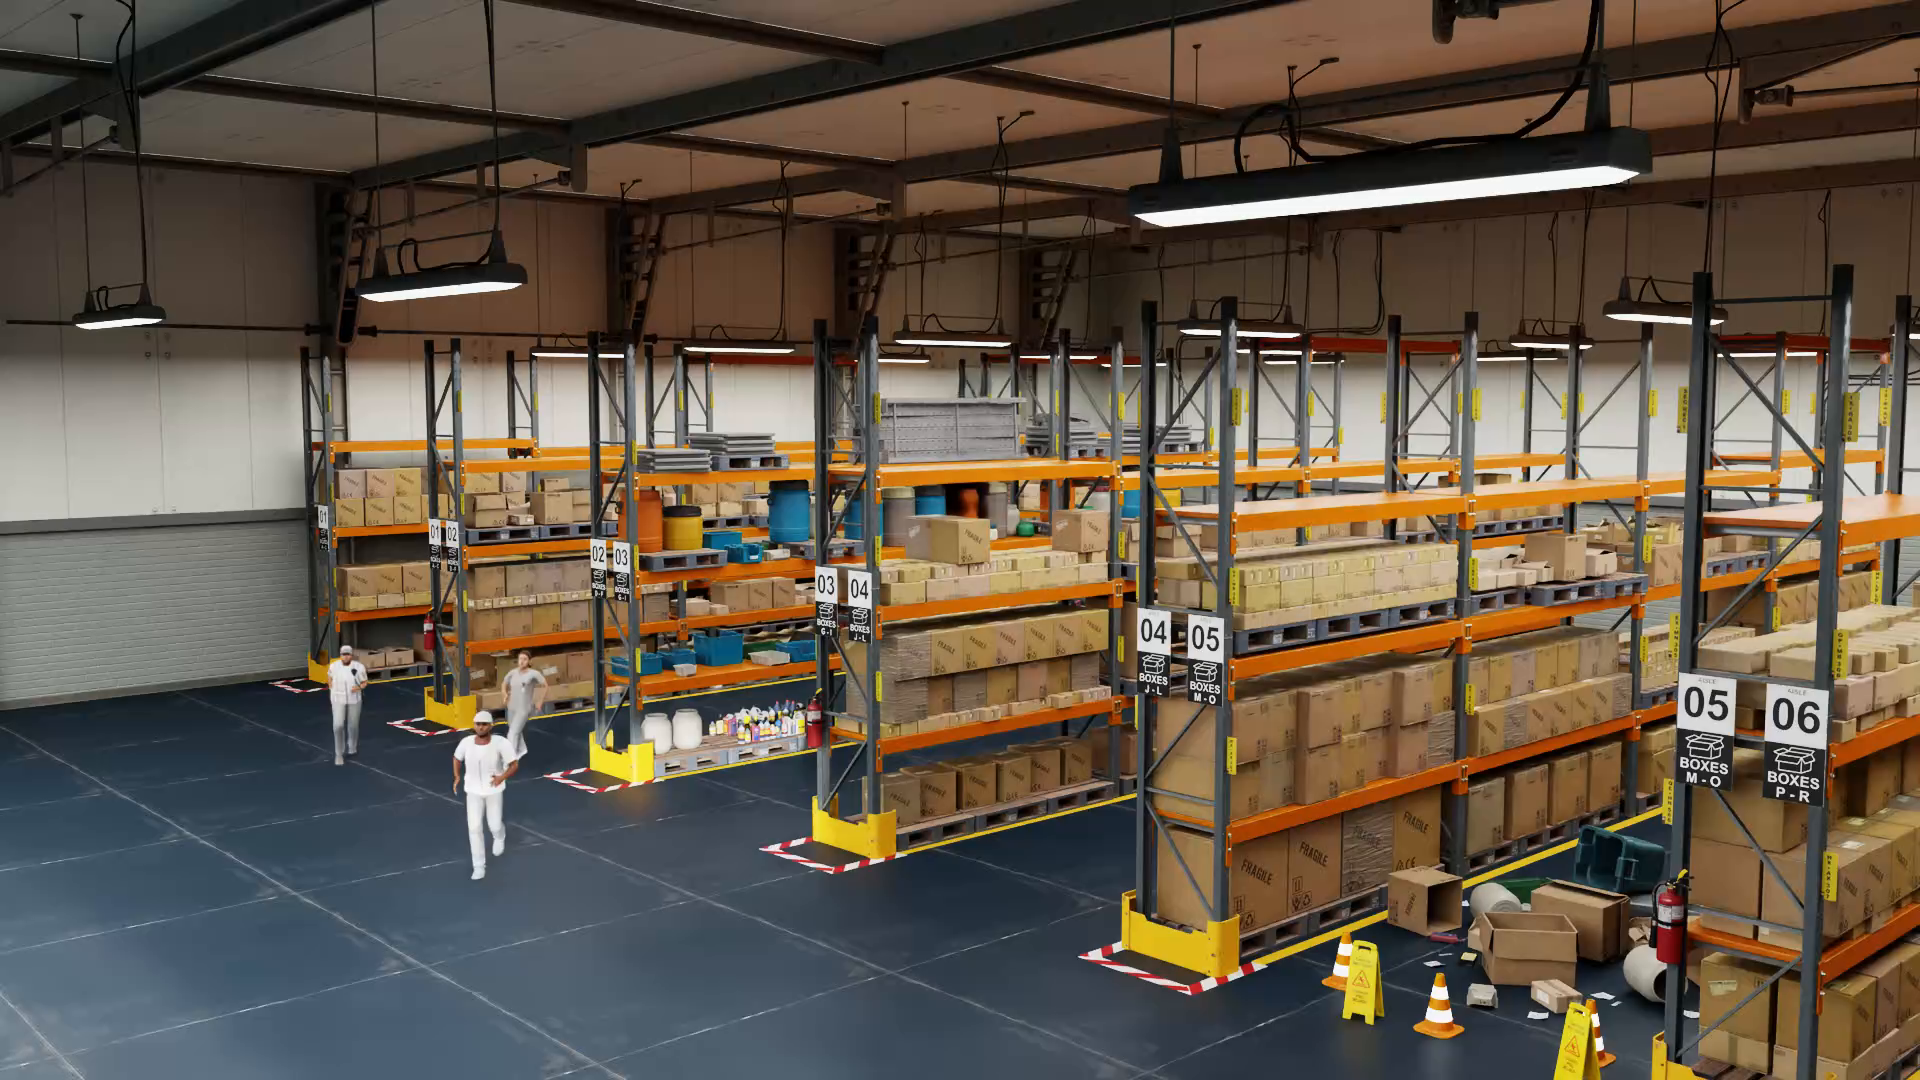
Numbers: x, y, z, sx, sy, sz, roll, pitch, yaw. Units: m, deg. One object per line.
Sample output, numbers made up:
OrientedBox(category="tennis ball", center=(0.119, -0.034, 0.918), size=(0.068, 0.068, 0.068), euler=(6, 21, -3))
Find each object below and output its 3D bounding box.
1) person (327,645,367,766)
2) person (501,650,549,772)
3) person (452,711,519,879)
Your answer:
OrientedBox(category="person", center=(-8.613, 2.308, 23.407), size=(0.523, 1.709, 0.839), euler=(-2, 5, -22))
OrientedBox(category="person", center=(-6.013, 2.331, 22.747), size=(0.643, 1.666, 0.912), euler=(2, 5, 17))
OrientedBox(category="person", center=(-5.130, 2.703, 17.950), size=(0.731, 1.746, 0.930), euler=(0, 5, -5))
